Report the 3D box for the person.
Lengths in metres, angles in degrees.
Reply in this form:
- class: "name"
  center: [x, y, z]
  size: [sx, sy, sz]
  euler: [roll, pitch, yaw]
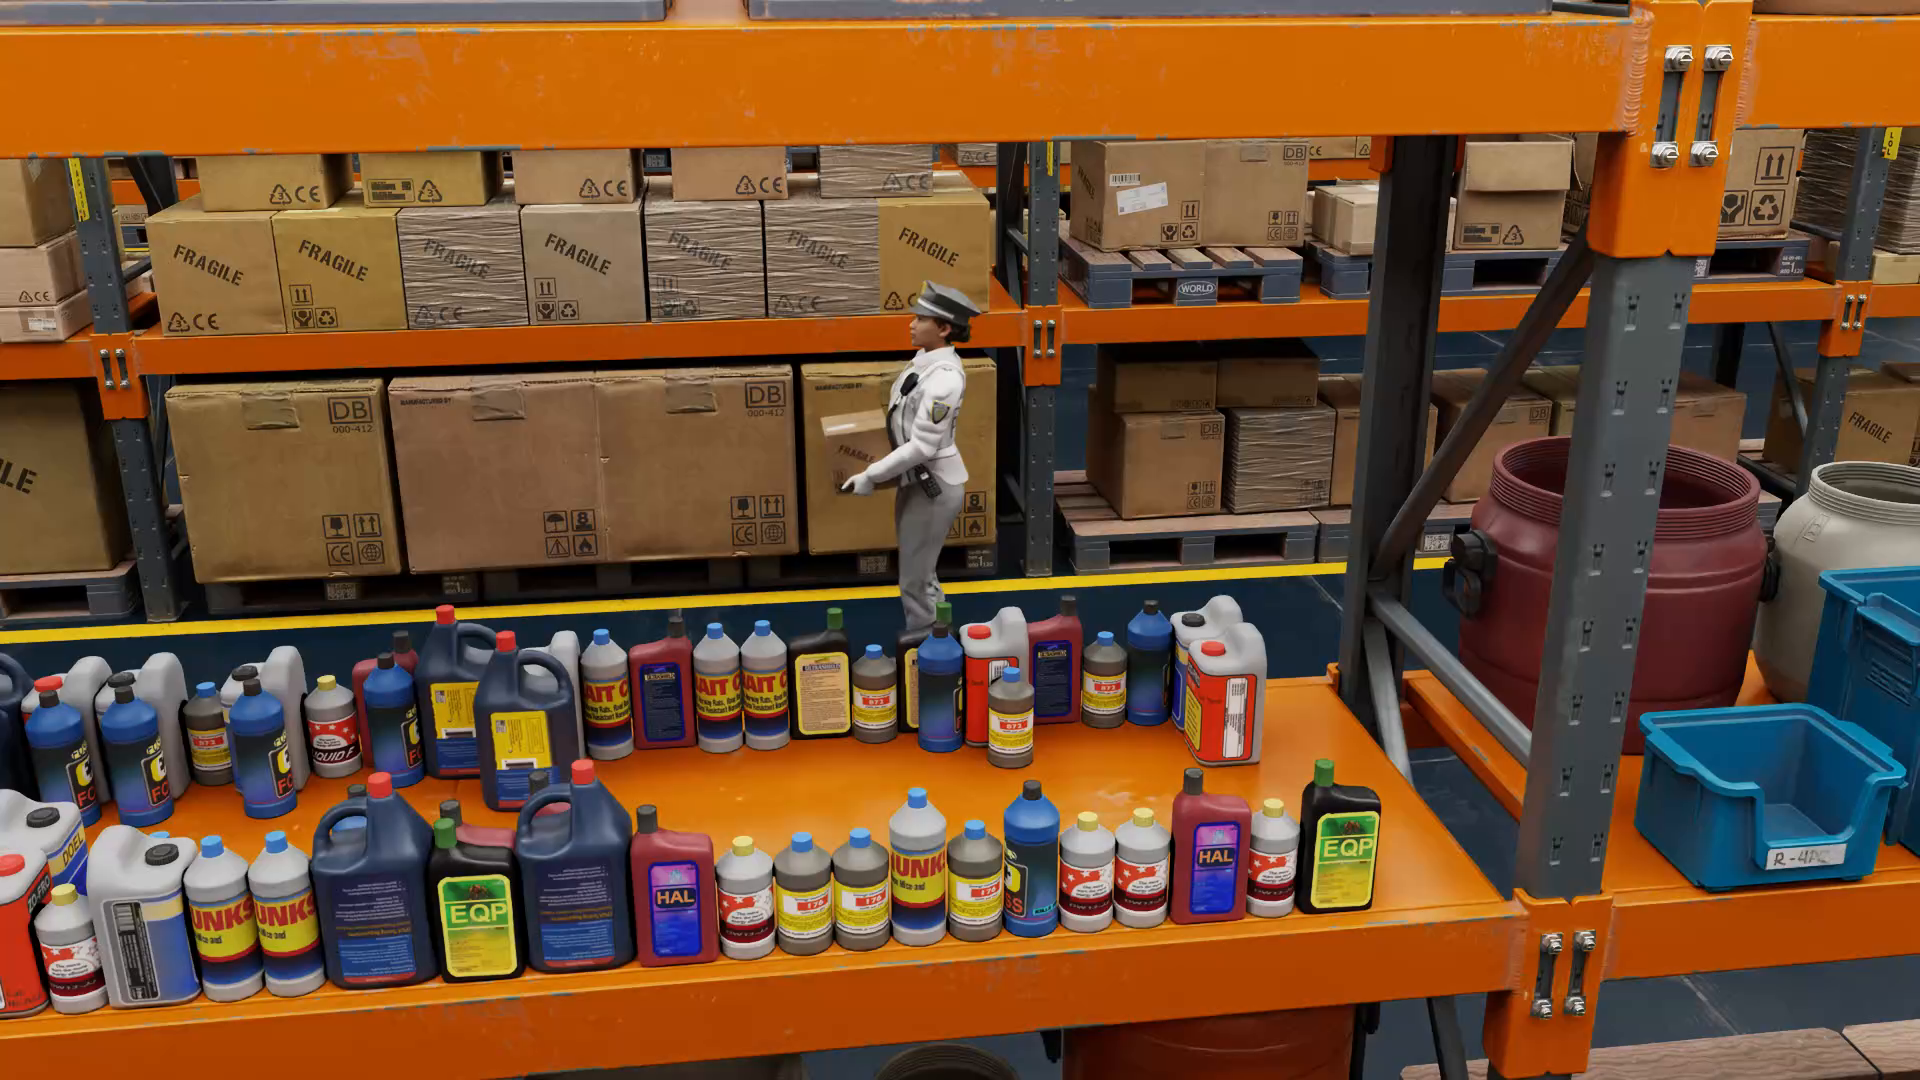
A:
- class: "person"
  center: [-0.199, -0.197, 6.571]
  size: [0.554, 1.688, 0.463]
  euler: [-3, 20, -8]
